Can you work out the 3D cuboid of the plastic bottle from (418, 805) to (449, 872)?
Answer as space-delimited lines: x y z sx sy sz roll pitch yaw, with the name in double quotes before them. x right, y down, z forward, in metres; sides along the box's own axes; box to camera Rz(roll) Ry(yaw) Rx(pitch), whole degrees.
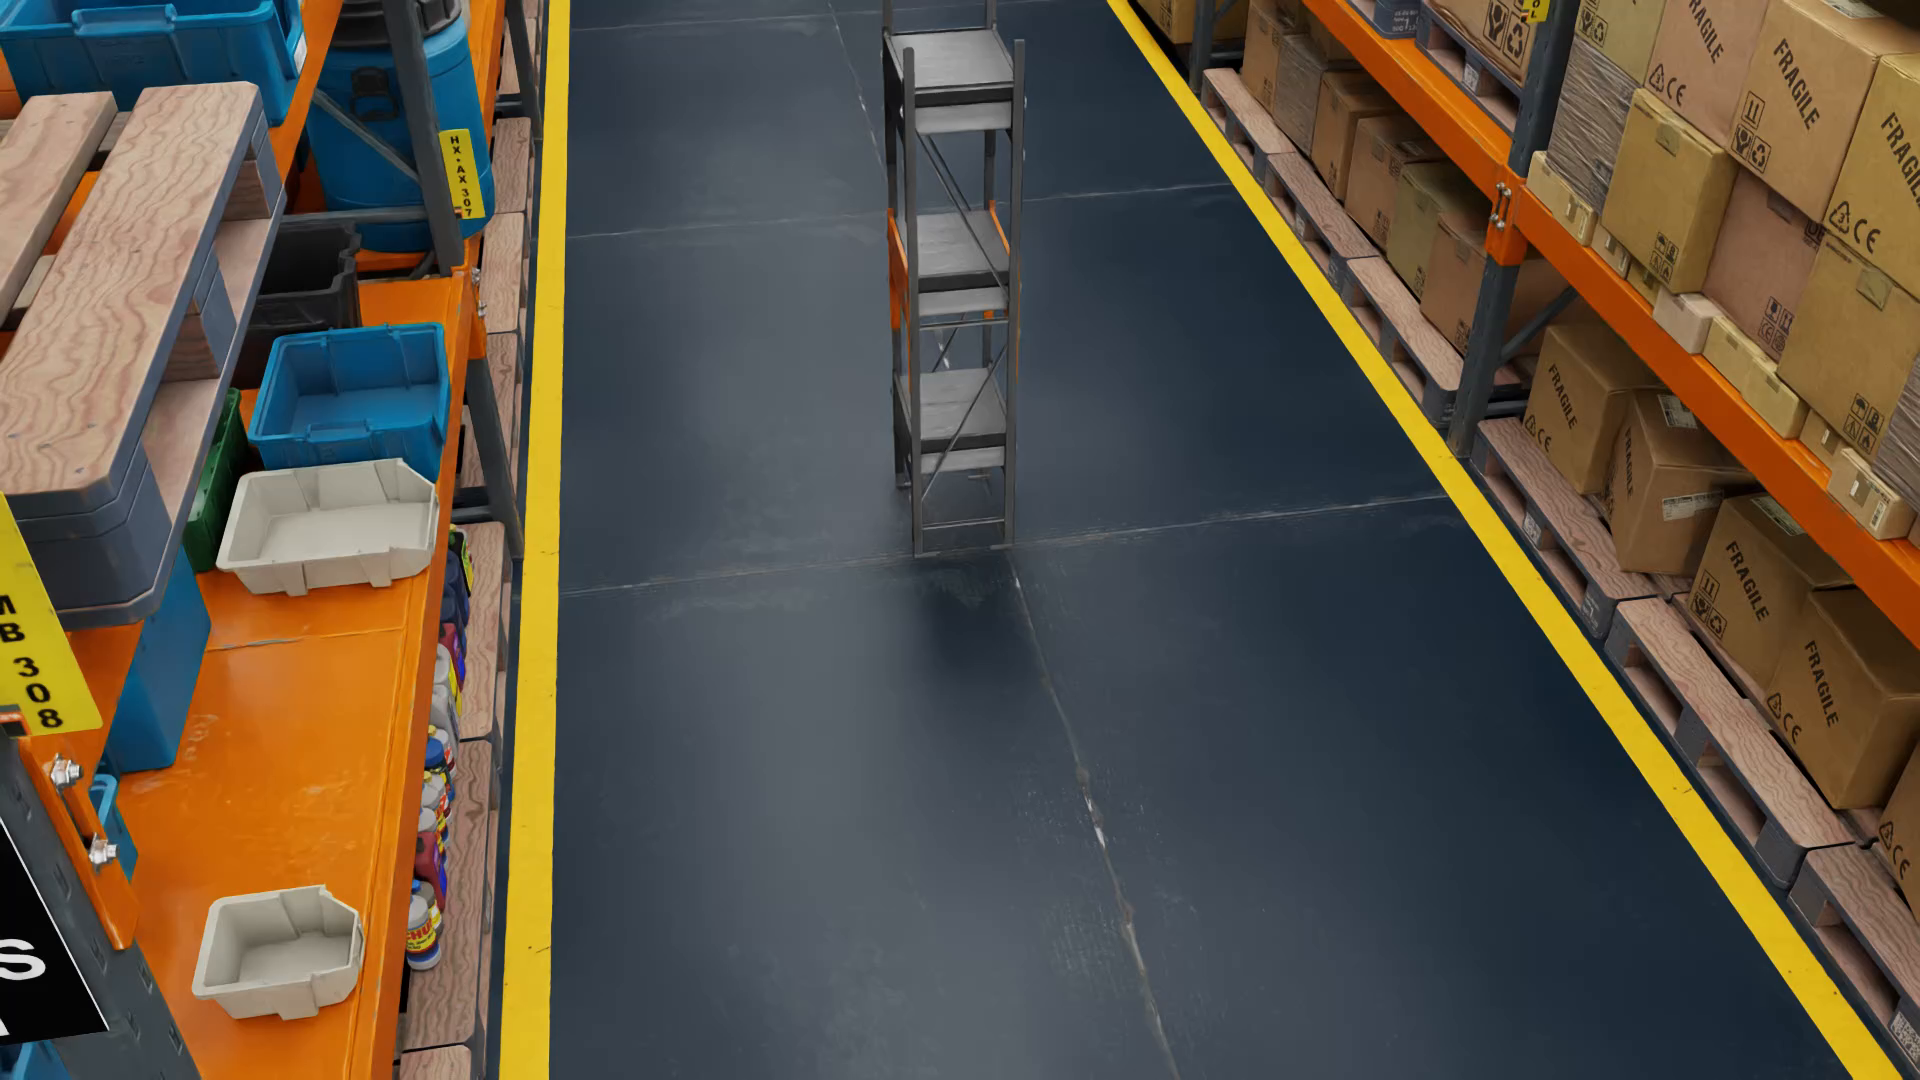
"plastic bottle" -1.615 0.897 5.016 0.097 0.271 0.097 0 38 0

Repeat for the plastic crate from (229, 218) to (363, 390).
"plastic crate" -2.279 -0.733 5.299 0.767 0.338 0.504 -6 38 -8

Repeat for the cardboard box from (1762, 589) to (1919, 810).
"cardboard box" 3.009 0.501 5.355 0.500 0.500 0.500 -3 38 -4

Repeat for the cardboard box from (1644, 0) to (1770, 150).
"cardboard box" 2.548 -1.571 5.188 0.500 0.500 0.500 -6 38 -8

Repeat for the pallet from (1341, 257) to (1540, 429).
"pallet" 2.493 -0.989 7.851 1.003 0.211 1.213 -6 38 -8

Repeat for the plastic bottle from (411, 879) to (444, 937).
"plastic bottle" -1.573 1.069 4.851 0.097 0.201 0.097 0 38 0

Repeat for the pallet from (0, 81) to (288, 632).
"pallet" -1.593 -0.291 2.389 1.003 0.211 1.213 -6 38 -8

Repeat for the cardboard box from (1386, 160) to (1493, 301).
"cardboard box" 2.479 -1.470 7.876 0.700 0.500 0.500 -6 38 -8

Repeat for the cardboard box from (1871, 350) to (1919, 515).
"cardboard box" 3.012 -0.292 4.356 0.875 0.500 0.500 -6 38 -8

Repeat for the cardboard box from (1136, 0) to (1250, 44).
"cardboard box" 1.829 -3.782 10.562 1.225 0.875 0.875 -8 39 -10

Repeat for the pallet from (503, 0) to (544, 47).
"pallet" -3.337 -3.609 11.223 1.003 0.211 1.213 -6 38 -8

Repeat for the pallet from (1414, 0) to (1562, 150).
"pallet" 2.640 -2.021 7.063 1.003 0.211 1.213 -6 38 -8

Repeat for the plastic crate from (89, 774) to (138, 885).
"plastic crate" -2.035 0.725 3.493 0.499 0.251 0.408 -6 38 -8

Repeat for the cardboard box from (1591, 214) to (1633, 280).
"cardboard box" 2.474 -1.058 5.872 0.380 0.149 0.250 -6 38 -8

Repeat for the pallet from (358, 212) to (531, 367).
"pallet" -2.639 -1.194 8.115 1.003 0.211 1.213 -6 38 -8

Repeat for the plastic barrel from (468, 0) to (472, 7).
"plastic barrel" -2.482 -2.694 7.682 0.421 0.512 0.421 0 38 0

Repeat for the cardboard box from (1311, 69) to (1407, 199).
"cardboard box" 2.283 -2.145 8.744 0.700 0.500 0.500 -3 38 -4

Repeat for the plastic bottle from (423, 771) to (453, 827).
"plastic bottle" -1.650 0.804 5.192 0.097 0.201 0.097 0 38 0

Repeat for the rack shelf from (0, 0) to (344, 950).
"rack shelf" -1.895 -0.780 3.450 1.077 0.370 4.000 -6 38 -8

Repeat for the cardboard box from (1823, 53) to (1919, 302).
"cardboard box" 2.734 -0.968 4.412 0.500 0.500 0.500 -6 38 -8

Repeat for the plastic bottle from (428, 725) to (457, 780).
"plastic bottle" -1.686 0.680 5.352 0.097 0.201 0.097 0 38 0

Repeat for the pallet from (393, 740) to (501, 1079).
"pallet" -1.952 1.163 5.081 1.003 0.211 1.213 -6 38 -8

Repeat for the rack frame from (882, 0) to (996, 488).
"rack frame" -0.072 -1.077 6.424 0.400 2.100 0.015 -6 38 -8

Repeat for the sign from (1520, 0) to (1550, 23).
"sign" 2.085 -2.015 5.955 0.100 0.325 0.005 -6 38 -8

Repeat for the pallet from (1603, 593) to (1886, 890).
"pallet" 3.001 0.622 5.778 1.003 0.211 1.213 -6 38 -8

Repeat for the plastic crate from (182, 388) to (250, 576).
"plastic crate" -2.285 -0.153 4.675 0.450 0.188 0.662 -6 38 -8

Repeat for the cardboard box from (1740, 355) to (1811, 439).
"cardboard box" 2.648 -0.454 5.094 0.380 0.149 0.250 -6 38 -8

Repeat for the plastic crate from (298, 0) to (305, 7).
"plastic crate" -1.566 -1.241 3.673 0.243 0.136 0.396 -6 38 -8

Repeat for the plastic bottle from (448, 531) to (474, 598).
"plastic bottle" -1.836 0.067 6.074 0.061 0.283 0.133 -4 38 -6

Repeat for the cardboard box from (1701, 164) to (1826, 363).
"cardboard box" 2.889 -0.901 5.141 0.875 0.500 0.500 -6 38 -8

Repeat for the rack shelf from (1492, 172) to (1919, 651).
"rack shelf" 2.981 -0.128 5.056 1.077 0.370 4.000 -6 38 -8

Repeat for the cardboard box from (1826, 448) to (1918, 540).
"cardboard box" 2.712 -0.149 4.702 0.380 0.149 0.250 -6 38 -8

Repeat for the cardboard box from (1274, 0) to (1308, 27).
"cardboard box" 2.076 -3.117 9.385 0.500 0.250 0.500 -5 38 -6

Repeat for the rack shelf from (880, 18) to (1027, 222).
"rack shelf" -0.029 -1.471 5.813 0.431 0.518 0.480 -6 38 -8

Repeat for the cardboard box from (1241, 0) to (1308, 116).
"cardboard box" 2.067 -2.820 9.614 0.700 0.500 0.500 -8 39 -10

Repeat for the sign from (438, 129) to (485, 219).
"sign" -1.702 -1.249 5.687 0.100 0.325 0.005 -6 38 -8

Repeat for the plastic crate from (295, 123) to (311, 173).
"plastic crate" -2.745 -1.714 6.524 0.392 0.384 0.575 -6 38 -8

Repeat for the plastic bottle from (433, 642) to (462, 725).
"plastic bottle" -1.759 0.454 5.521 0.144 0.351 0.185 -6 38 -8

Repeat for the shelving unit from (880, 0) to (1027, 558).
"shelving unit" -0.029 -0.929 6.235 0.431 2.100 0.503 -6 38 -8

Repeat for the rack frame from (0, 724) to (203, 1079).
"rack frame" -1.541 1.329 2.595 0.949 2.616 0.053 -6 38 -8

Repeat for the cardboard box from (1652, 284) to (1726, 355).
"cardboard box" 2.531 -0.753 5.478 0.380 0.149 0.250 -6 38 -8

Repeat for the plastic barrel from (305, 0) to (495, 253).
"plastic barrel" -2.015 -1.551 5.893 0.600 0.901 0.708 -6 38 -8

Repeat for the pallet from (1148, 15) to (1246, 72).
"pallet" 1.865 -3.419 10.979 1.003 0.211 1.213 -6 38 -8

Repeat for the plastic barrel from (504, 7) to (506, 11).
"plastic barrel" -3.247 -3.692 10.681 0.600 0.588 0.708 -6 38 -8

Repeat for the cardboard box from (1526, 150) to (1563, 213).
"cardboard box" 2.372 -1.358 6.258 0.380 0.149 0.250 -6 38 -8

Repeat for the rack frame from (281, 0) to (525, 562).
"rack frame" -2.246 -1.087 5.704 1.000 3.000 0.127 -6 38 -8

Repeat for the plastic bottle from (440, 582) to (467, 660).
"plastic bottle" -1.815 0.259 5.772 0.144 0.351 0.185 -8 39 -10

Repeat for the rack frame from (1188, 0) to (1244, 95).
"rack frame" 1.929 -4.036 9.500 1.000 3.000 0.127 -6 38 -8

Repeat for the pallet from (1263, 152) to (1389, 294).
"pallet" 2.276 -1.727 8.801 1.003 0.211 1.213 -6 38 -8

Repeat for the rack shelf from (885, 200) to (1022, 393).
"rack shelf" -0.029 -0.918 6.243 0.431 0.518 0.480 -6 38 -8

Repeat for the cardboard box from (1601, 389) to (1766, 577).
"cardboard box" 2.769 -0.207 6.267 0.500 0.500 0.500 5 38 7

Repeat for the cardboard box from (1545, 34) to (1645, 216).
"cardboard box" 2.649 -1.498 5.910 0.875 0.500 0.500 -6 38 -8

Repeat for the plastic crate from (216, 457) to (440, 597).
"plastic crate" -1.711 -0.029 4.558 0.530 0.136 0.437 -6 38 -8
